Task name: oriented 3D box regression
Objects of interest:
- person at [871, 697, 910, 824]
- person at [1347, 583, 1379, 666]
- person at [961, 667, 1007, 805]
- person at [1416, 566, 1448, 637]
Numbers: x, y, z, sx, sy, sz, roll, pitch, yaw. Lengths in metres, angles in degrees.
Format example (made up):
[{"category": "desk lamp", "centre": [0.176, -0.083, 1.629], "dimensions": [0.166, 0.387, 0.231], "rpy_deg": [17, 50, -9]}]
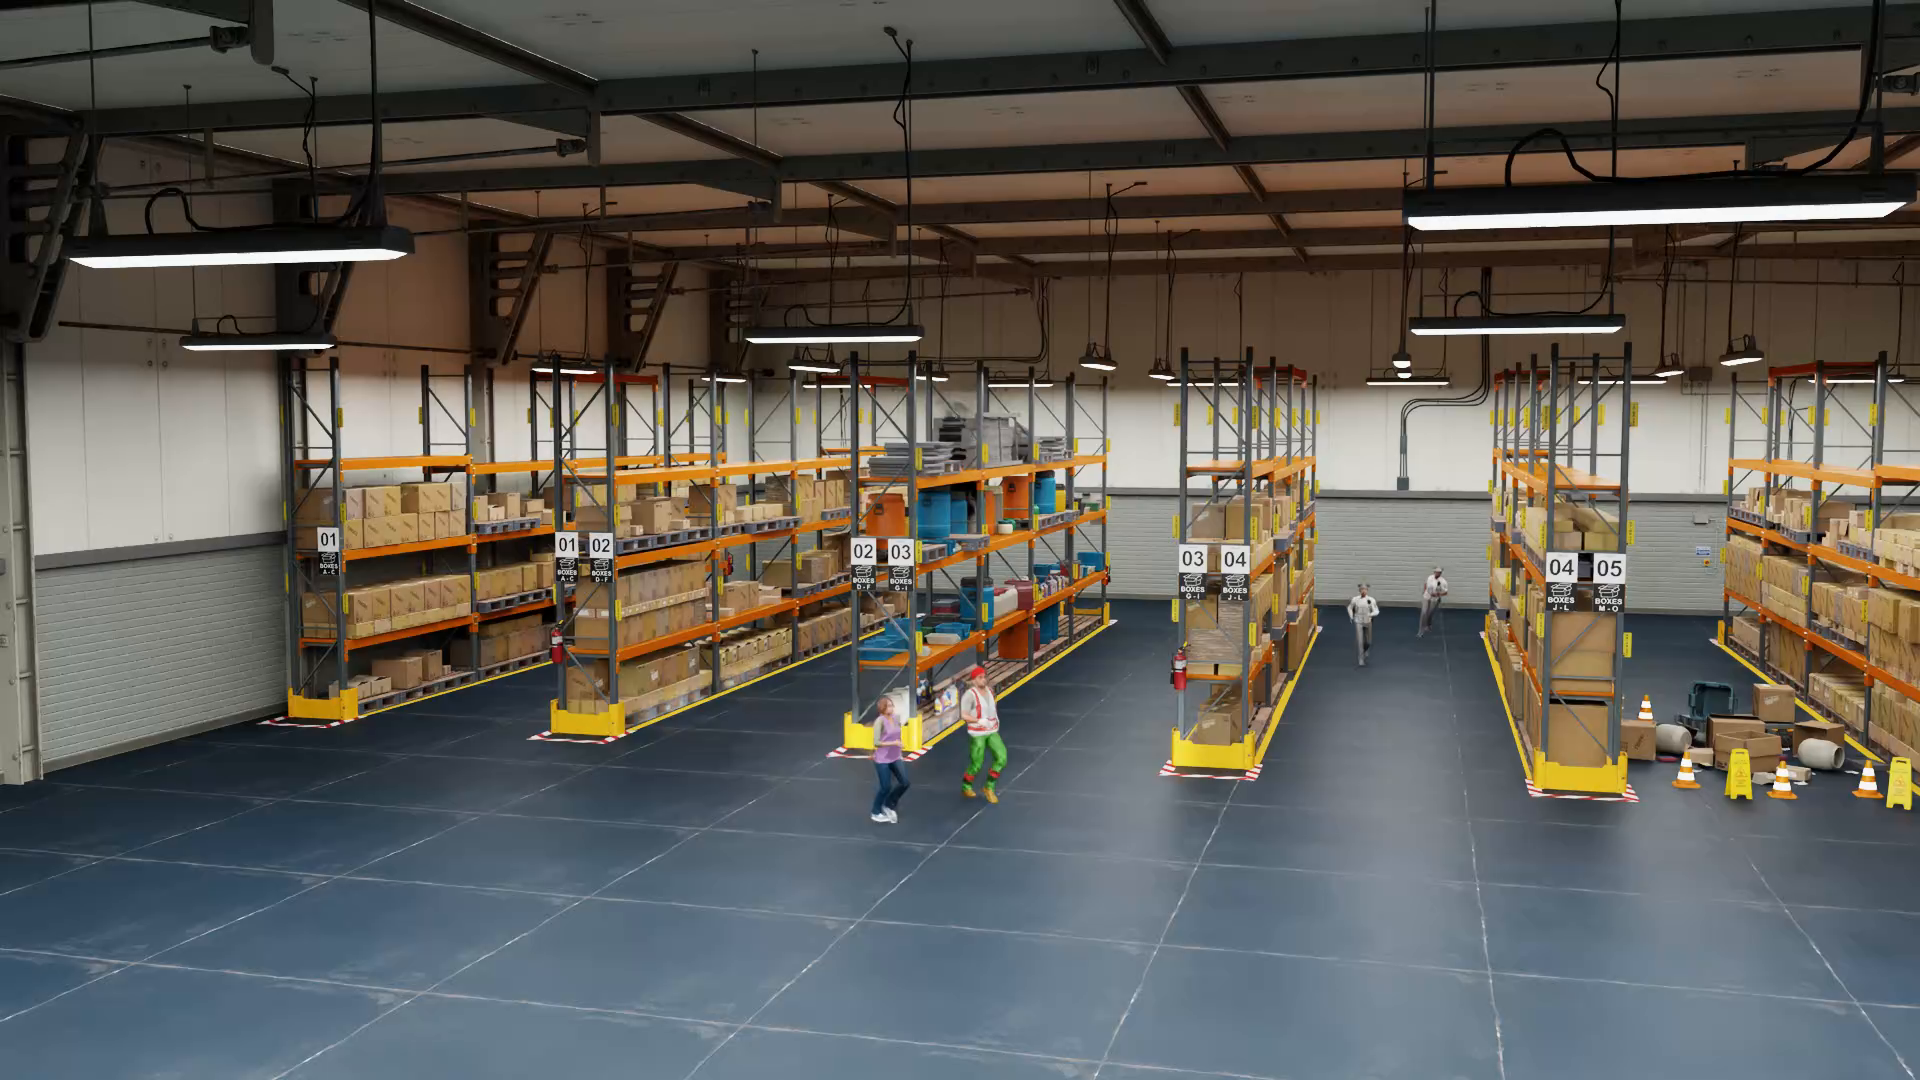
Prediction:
[{"category": "person", "centre": [-0.852, 2.710, 20.374], "dimensions": [0.615, 1.582, 0.519], "rpy_deg": [4, 6, 42]}, {"category": "person", "centre": [8.177, 1.690, 33.757], "dimensions": [0.626, 1.661, 0.833], "rpy_deg": [1, 4, 11]}, {"category": "person", "centre": [0.299, 2.536, 21.637], "dimensions": [0.664, 1.788, 0.720], "rpy_deg": [-3, 5, -35]}, {"category": "person", "centre": [10.897, 1.401, 38.255], "dimensions": [0.649, 1.648, 0.752], "rpy_deg": [3, 5, 36]}]
